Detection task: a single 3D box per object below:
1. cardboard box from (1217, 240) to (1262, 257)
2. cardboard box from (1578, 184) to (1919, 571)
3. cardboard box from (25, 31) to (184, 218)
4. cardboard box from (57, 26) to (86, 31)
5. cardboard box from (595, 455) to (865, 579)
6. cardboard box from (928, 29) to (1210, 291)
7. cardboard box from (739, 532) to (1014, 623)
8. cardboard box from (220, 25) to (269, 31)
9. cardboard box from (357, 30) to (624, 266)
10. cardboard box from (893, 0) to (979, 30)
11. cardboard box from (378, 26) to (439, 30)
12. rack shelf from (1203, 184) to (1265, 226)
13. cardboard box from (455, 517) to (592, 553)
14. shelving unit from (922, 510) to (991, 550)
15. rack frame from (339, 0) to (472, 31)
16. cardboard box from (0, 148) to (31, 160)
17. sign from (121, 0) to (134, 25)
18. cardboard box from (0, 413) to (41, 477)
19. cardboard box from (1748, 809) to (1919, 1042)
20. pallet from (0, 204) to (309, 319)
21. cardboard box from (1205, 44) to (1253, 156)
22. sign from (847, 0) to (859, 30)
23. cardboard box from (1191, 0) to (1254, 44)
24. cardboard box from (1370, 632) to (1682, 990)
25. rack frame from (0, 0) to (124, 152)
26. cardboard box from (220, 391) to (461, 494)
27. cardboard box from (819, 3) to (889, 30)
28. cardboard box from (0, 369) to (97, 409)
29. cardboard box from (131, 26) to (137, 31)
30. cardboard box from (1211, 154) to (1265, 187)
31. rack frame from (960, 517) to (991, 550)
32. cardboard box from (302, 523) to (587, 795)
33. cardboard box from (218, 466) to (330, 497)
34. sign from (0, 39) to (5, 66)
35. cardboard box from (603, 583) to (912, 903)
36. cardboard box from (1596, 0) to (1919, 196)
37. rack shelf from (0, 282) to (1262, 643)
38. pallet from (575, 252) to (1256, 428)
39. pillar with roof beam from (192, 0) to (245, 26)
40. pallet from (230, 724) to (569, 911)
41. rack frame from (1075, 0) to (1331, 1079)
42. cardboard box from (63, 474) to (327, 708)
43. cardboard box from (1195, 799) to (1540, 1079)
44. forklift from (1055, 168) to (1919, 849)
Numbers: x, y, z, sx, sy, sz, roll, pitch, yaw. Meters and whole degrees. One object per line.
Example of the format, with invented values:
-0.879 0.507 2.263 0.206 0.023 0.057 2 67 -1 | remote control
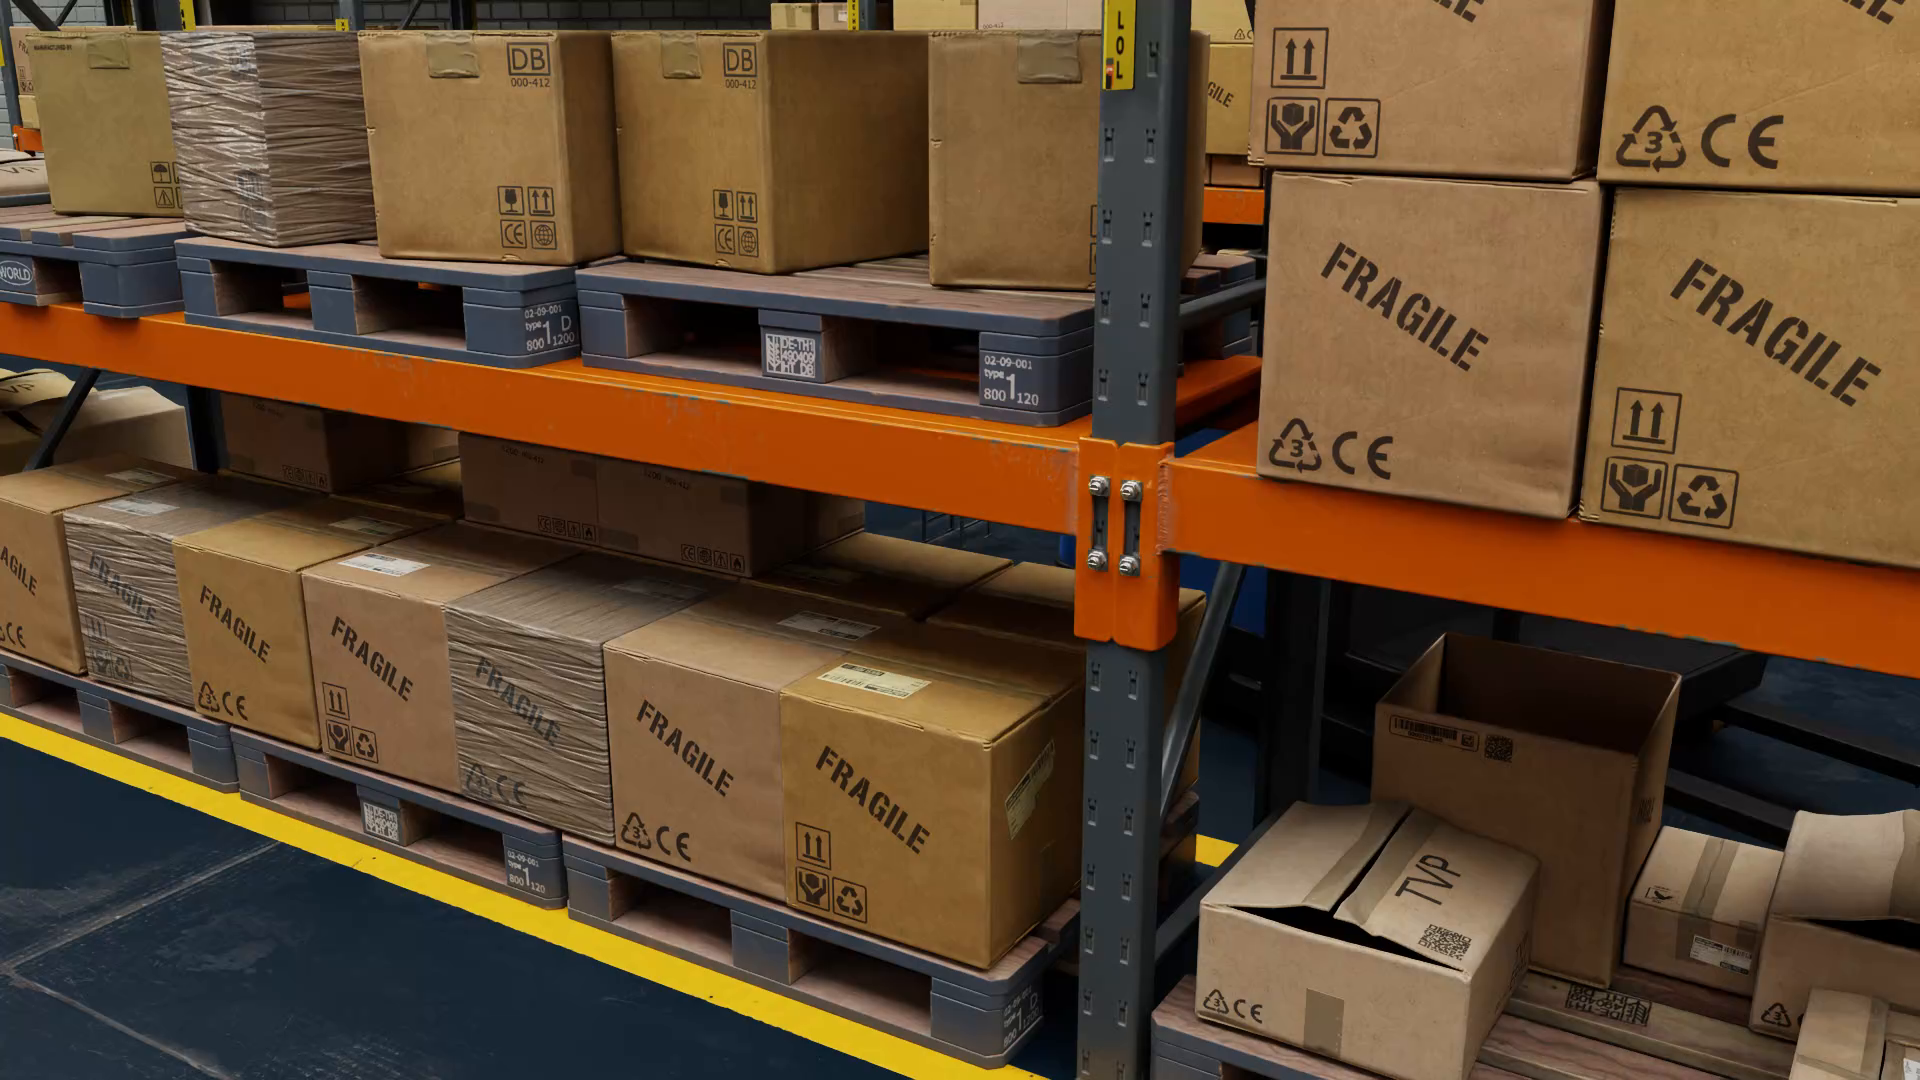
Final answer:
1.749 -1.063 8.195 0.750 0.750 0.750 11 20 32 | cardboard box
1.271 -0.288 2.495 0.500 0.500 0.500 11 20 31 | cardboard box
-2.272 -1.251 4.945 0.500 0.500 0.700 4 17 12 | cardboard box
-6.430 -3.587 12.461 0.500 0.500 0.500 10 20 30 | cardboard box
-0.596 -0.121 4.373 0.500 0.250 0.500 10 20 30 | cardboard box
0.254 -0.838 3.585 0.500 0.500 0.700 4 17 12 | cardboard box
-0.204 0.311 4.239 0.500 0.500 0.500 10 20 31 | cardboard box
-4.680 -3.273 11.427 0.500 0.500 0.500 10 20 30 | cardboard box
-0.997 -0.964 4.000 0.500 0.500 0.700 5 18 16 | cardboard box
-0.002 -2.719 8.663 0.500 0.250 0.500 11 20 31 | cardboard box
-3.978 -3.326 11.603 0.500 0.500 0.500 10 19 29 | cardboard box
1.426 -1.649 8.388 4.000 0.370 1.077 10 20 30 | rack shelf
-1.057 0.156 4.749 0.500 0.500 0.500 9 19 28 | cardboard box
-0.012 -0.576 6.714 0.189 1.200 0.258 10 20 30 | shelving unit
-3.687 -2.906 11.288 0.127 3.000 1.000 10 20 30 | rack frame
-3.528 -1.212 5.863 0.500 0.311 0.500 10 19 29 | cardboard box
-6.788 -4.354 13.519 0.005 0.325 0.100 10 20 30 | sign
-3.443 -0.243 5.562 0.500 0.311 0.500 11 20 31 | cardboard box
1.814 0.745 3.138 0.500 0.311 0.500 10 20 30 | cardboard box
-2.253 -0.893 4.990 1.003 0.211 1.213 10 20 30 | pallet
1.313 -2.125 7.998 0.500 0.500 0.500 11 20 32 | cardboard box
-0.554 -2.678 8.681 0.005 0.325 0.100 10 20 30 | sign
1.298 -2.491 7.911 0.500 0.250 0.500 10 19 29 | cardboard box
1.175 0.540 3.486 0.500 0.500 0.500 10 20 30 | cardboard box
-7.095 -3.515 13.291 0.127 3.000 1.000 10 20 30 | rack frame
-1.898 -0.352 5.133 0.500 0.250 0.500 11 20 32 | cardboard box
-0.588 -2.912 9.260 0.250 0.149 0.380 7 18 23 | cardboard box
-3.612 -0.454 6.259 0.500 0.311 0.500 10 19 29 | cardboard box
-5.547 -3.431 11.948 0.500 0.500 0.500 11 20 32 | cardboard box
1.414 -1.807 8.068 0.250 0.149 0.380 11 20 32 | cardboard box
0.066 -0.562 6.668 0.006 1.200 0.240 10 20 30 | rack frame
-1.308 0.289 4.312 0.500 0.500 0.500 9 19 28 | cardboard box
-1.948 -0.001 5.266 0.500 0.500 0.500 11 20 32 | cardboard box
-7.379 -3.794 12.722 0.005 0.325 0.100 10 20 30 | sign
-0.446 0.442 3.808 0.500 0.500 0.500 10 20 30 | cardboard box
1.235 -0.768 2.358 0.500 0.500 0.500 9 19 28 | cardboard box
-1.163 -0.422 4.347 4.000 0.370 1.077 10 20 30 | rack shelf
-0.083 -0.519 3.758 1.213 0.211 1.003 10 20 30 | pallet
-8.299 -5.427 9.263 0.400 9.000 9.100 10 20 30 | pillar with roof beam
-1.216 0.573 4.633 1.213 0.211 1.003 10 20 30 | pallet
0.541 -0.462 3.241 0.127 3.000 1.000 10 20 30 | rack frame
-2.180 0.133 4.825 0.500 0.500 0.500 9 19 28 | cardboard box
0.785 0.732 3.181 0.500 0.311 0.500 10 20 30 | cardboard box
1.617 -0.793 4.450 1.130 2.935 3.031 -13 21 -36 | forklift
